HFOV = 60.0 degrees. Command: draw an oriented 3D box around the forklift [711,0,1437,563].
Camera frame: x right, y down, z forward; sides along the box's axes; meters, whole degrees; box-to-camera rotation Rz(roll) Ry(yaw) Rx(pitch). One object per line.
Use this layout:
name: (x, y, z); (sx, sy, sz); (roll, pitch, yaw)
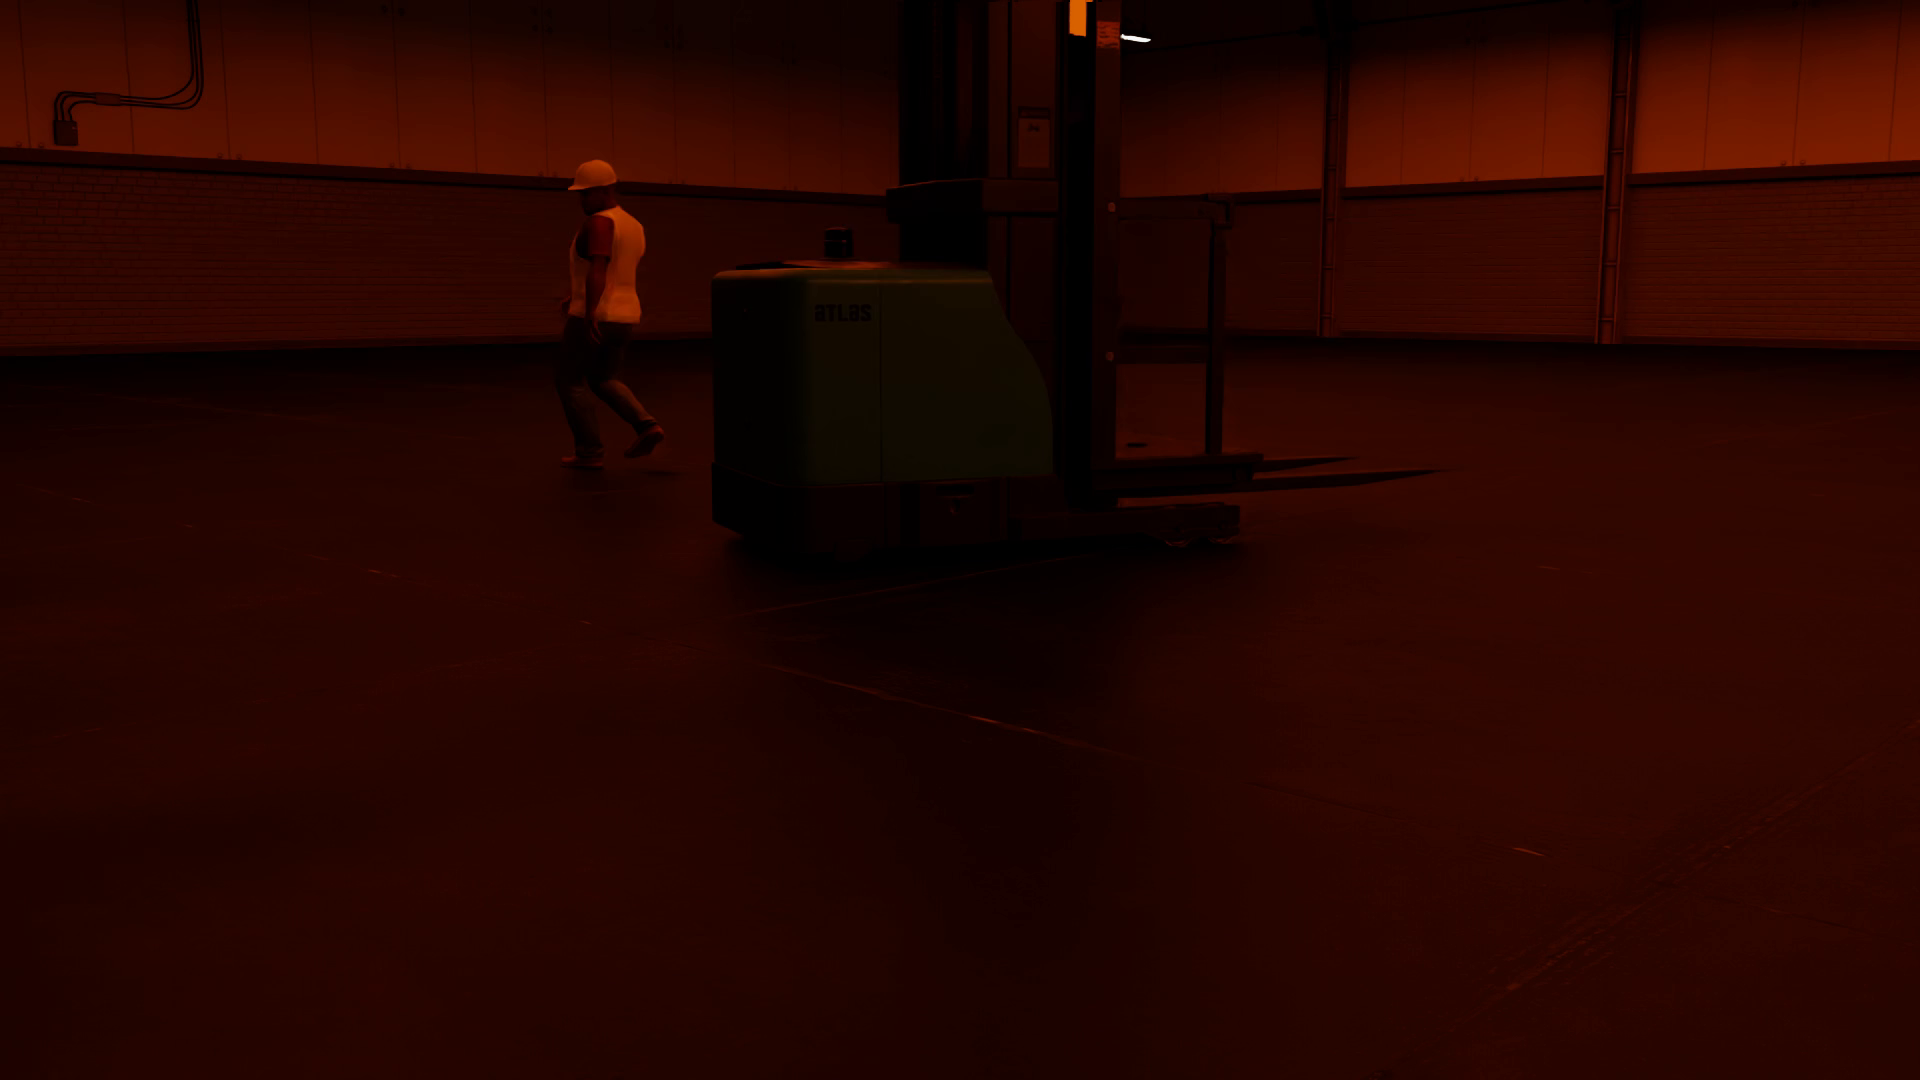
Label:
forklift: (0.559, -1.486, 6.742); (3.031, 2.935, 1.130); (-4, 9, -23)

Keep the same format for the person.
person: (-2.032, -1.246, 9.273); (0.625, 1.709, 0.729); (4, 10, 28)
